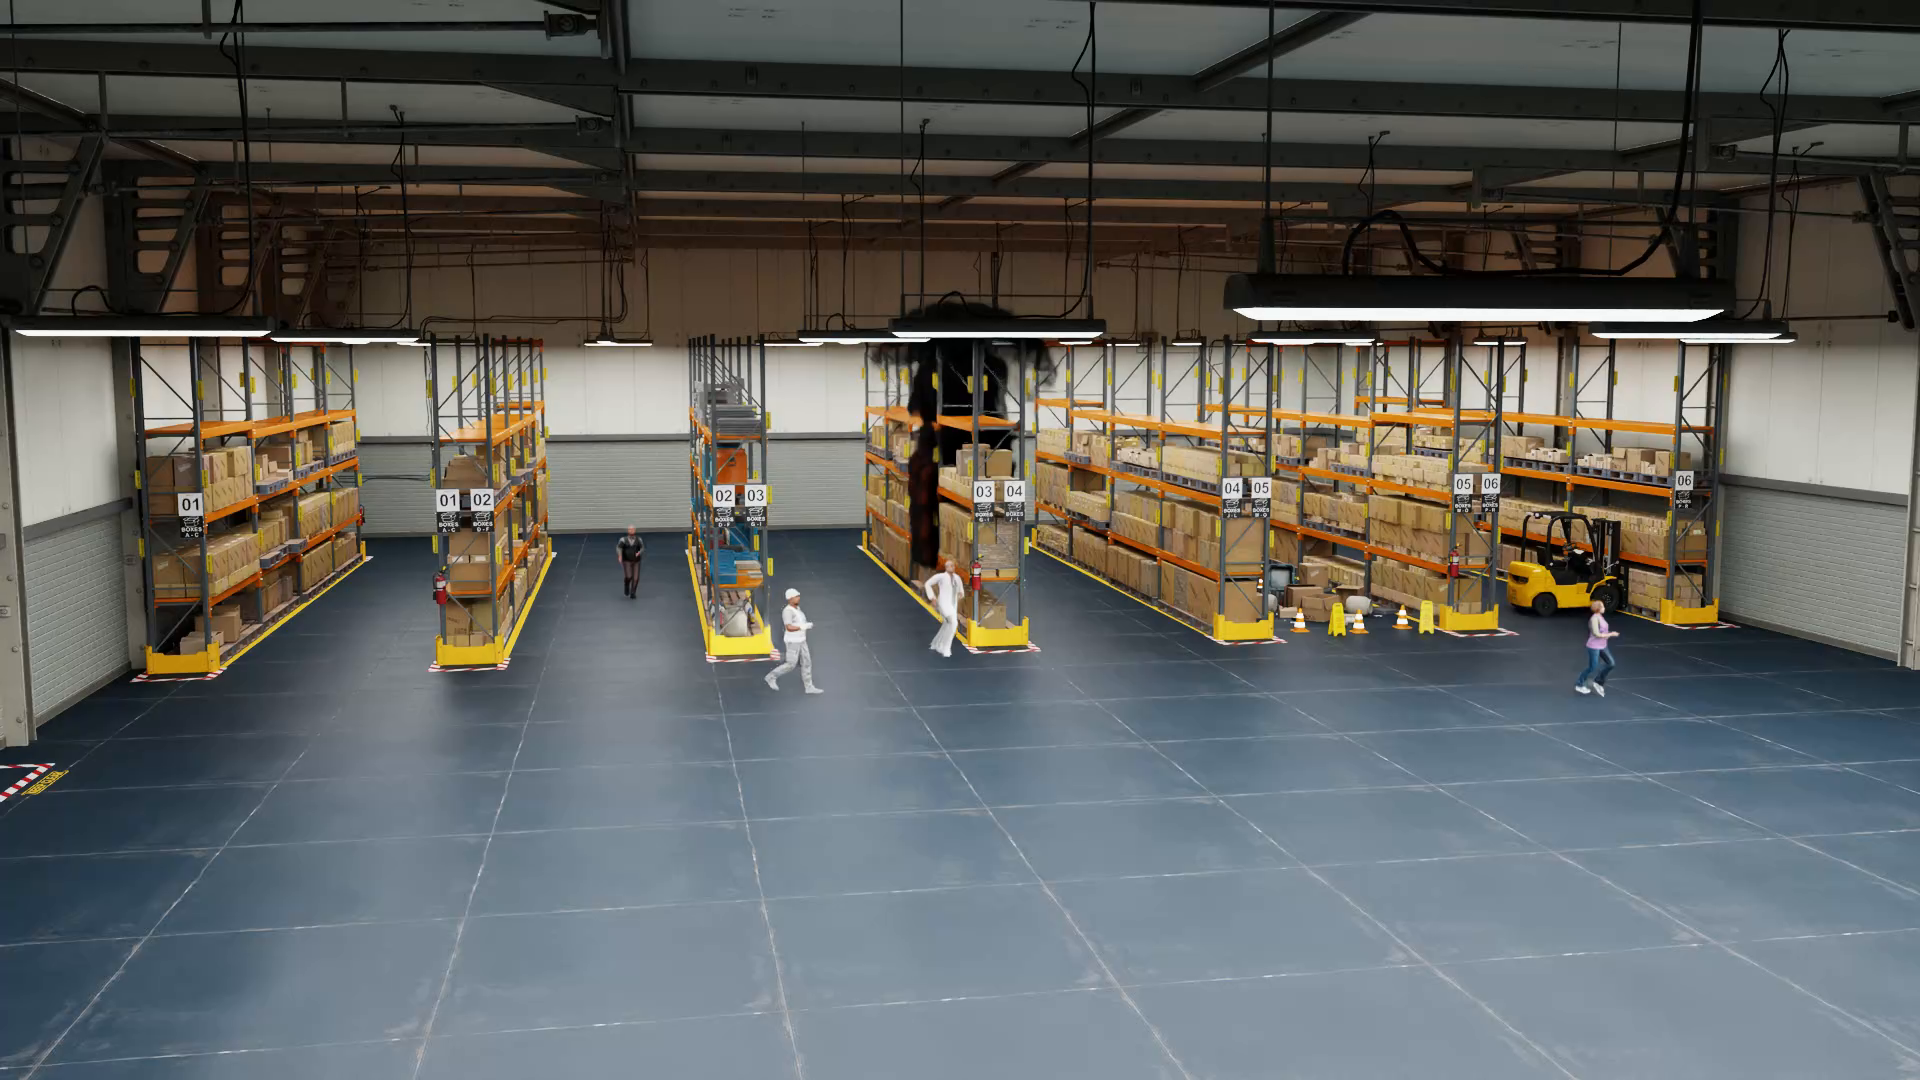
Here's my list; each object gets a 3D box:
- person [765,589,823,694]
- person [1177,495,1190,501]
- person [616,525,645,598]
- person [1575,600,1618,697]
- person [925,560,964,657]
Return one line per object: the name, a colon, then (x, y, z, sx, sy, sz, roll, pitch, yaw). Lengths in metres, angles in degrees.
person: (-2.748, 1.681, 27.531, 0.970, 1.763, 0.693, 1, 7, 11)
person: (6.892, -0.981, 50.812, 0.706, 1.765, 0.719, -1, 7, -8)
person: (-7.537, 0.512, 38.174, 0.644, 1.677, 0.591, -2, 7, -20)
person: (10.524, 1.791, 27.438, 0.672, 1.611, 0.508, 6, 9, 41)
person: (-0.241, 1.283, 31.283, 0.712, 1.802, 0.708, 5, 8, 39)
